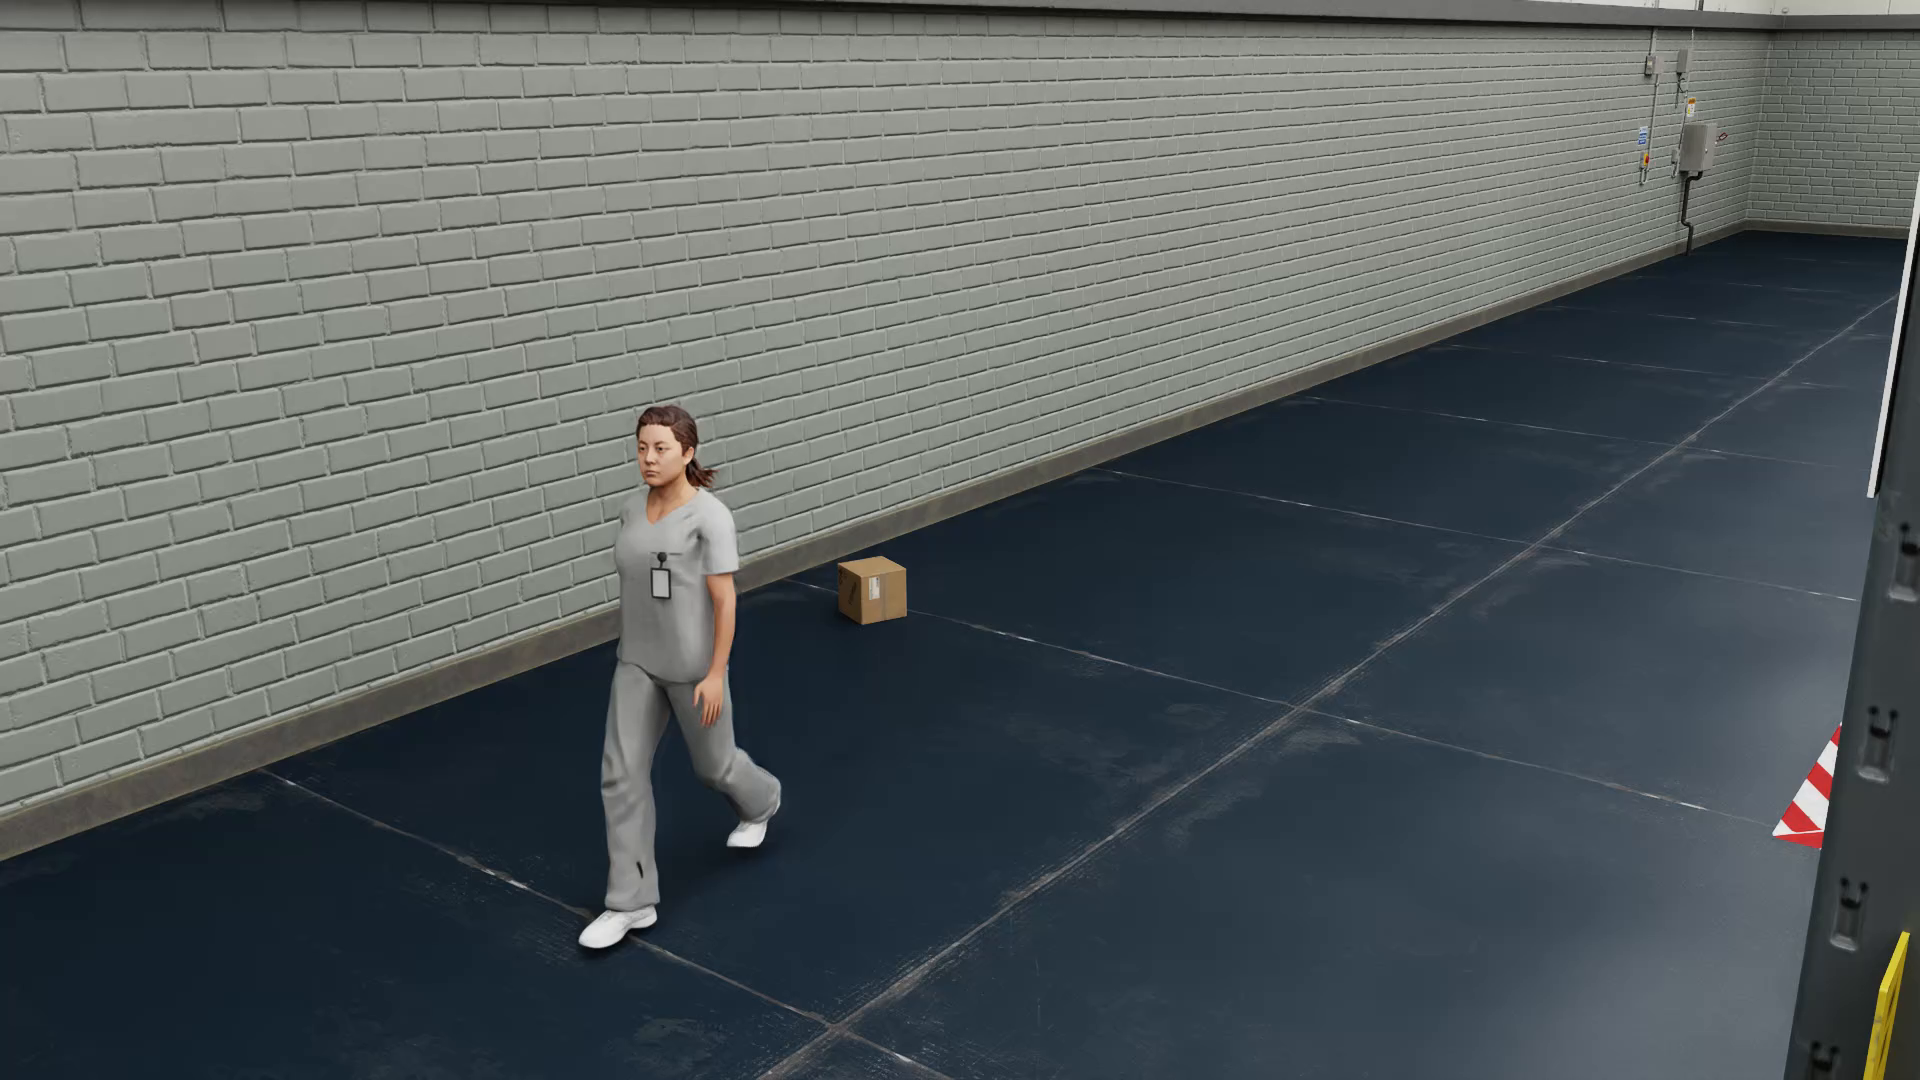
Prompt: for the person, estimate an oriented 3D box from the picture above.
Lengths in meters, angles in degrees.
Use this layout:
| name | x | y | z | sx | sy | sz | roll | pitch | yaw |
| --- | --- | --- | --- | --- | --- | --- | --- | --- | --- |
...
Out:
| name | x | y | z | sx | sy | sz | roll | pitch | yaw |
| --- | --- | --- | --- | --- | --- | --- | --- | --- | --- |
| person | -0.881 | 0.385 | 5.249 | 0.455 | 1.628 | 0.962 | 7 | 18 | 23 |
